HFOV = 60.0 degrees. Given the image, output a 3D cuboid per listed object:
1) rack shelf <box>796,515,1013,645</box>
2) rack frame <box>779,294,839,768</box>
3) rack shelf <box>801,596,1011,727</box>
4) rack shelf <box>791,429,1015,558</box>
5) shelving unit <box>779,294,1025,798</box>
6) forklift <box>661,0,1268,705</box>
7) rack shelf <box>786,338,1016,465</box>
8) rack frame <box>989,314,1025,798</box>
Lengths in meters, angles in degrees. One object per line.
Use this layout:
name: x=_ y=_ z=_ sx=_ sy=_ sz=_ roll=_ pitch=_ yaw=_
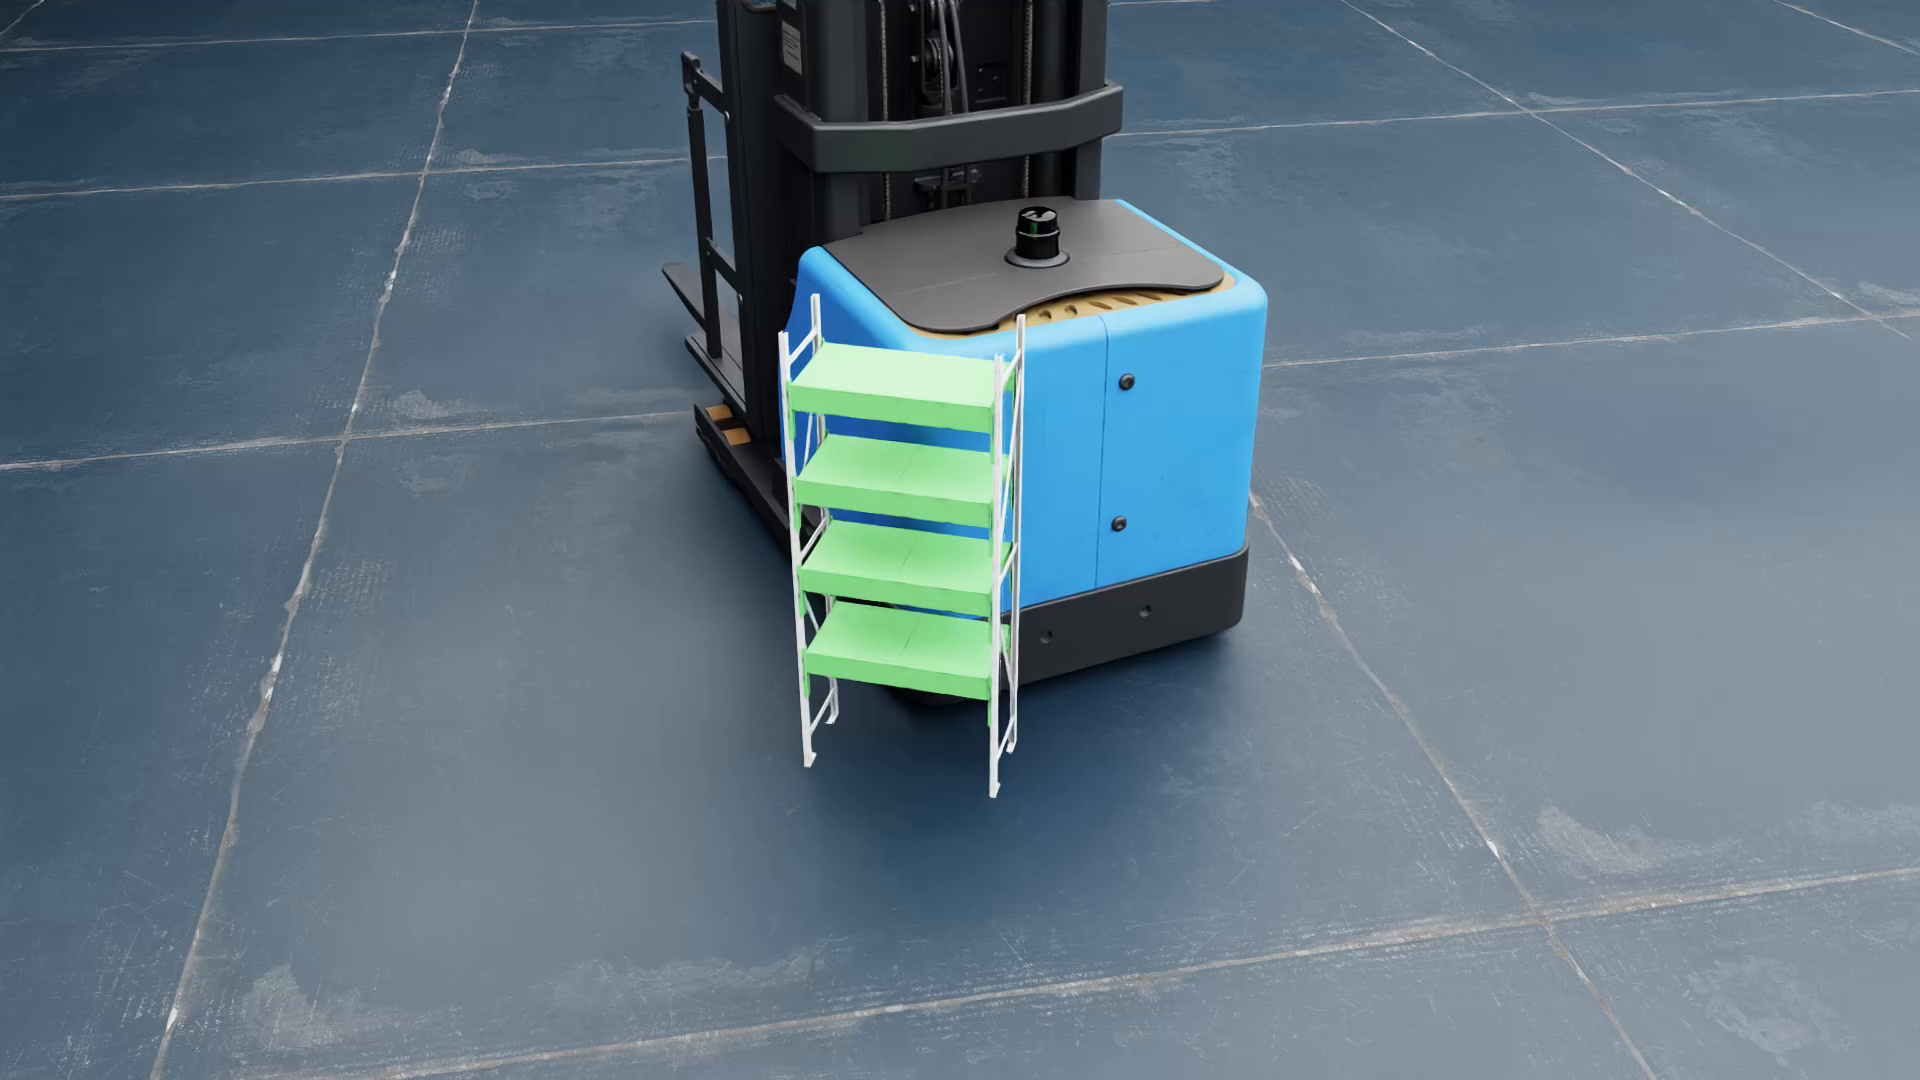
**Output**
rack shelf: x=-0.126 y=0.092 z=4.035 sx=0.480 sy=0.148 sz=0.258 roll=7 pitch=31 yaw=12
rack frame: x=-0.362 y=0.006 z=4.055 sx=0.015 sy=1.200 sz=0.240 roll=7 pitch=31 yaw=12
rack shelf: x=-0.126 y=0.299 z=4.157 sx=0.480 sy=0.148 sz=0.258 roll=7 pitch=31 yaw=12
rack shelf: x=-0.126 y=-0.114 z=3.913 sx=0.480 sy=0.148 sz=0.258 roll=7 pitch=31 yaw=12
shelving unit: x=-0.126 y=0.037 z=4.003 sx=0.503 sy=1.200 sz=0.258 roll=7 pitch=31 yaw=12
forklift: x=-0.265 y=-1.557 z=5.007 sx=1.130 sy=2.935 sz=3.031 roll=-13 pitch=33 yaw=-21
rack shelf: x=-0.126 y=-0.321 z=3.791 sx=0.480 sy=0.148 sz=0.258 roll=7 pitch=31 yaw=12
rack frame: x=0.111 y=0.068 z=3.950 sx=0.015 sy=1.200 sz=0.240 roll=7 pitch=31 yaw=12
